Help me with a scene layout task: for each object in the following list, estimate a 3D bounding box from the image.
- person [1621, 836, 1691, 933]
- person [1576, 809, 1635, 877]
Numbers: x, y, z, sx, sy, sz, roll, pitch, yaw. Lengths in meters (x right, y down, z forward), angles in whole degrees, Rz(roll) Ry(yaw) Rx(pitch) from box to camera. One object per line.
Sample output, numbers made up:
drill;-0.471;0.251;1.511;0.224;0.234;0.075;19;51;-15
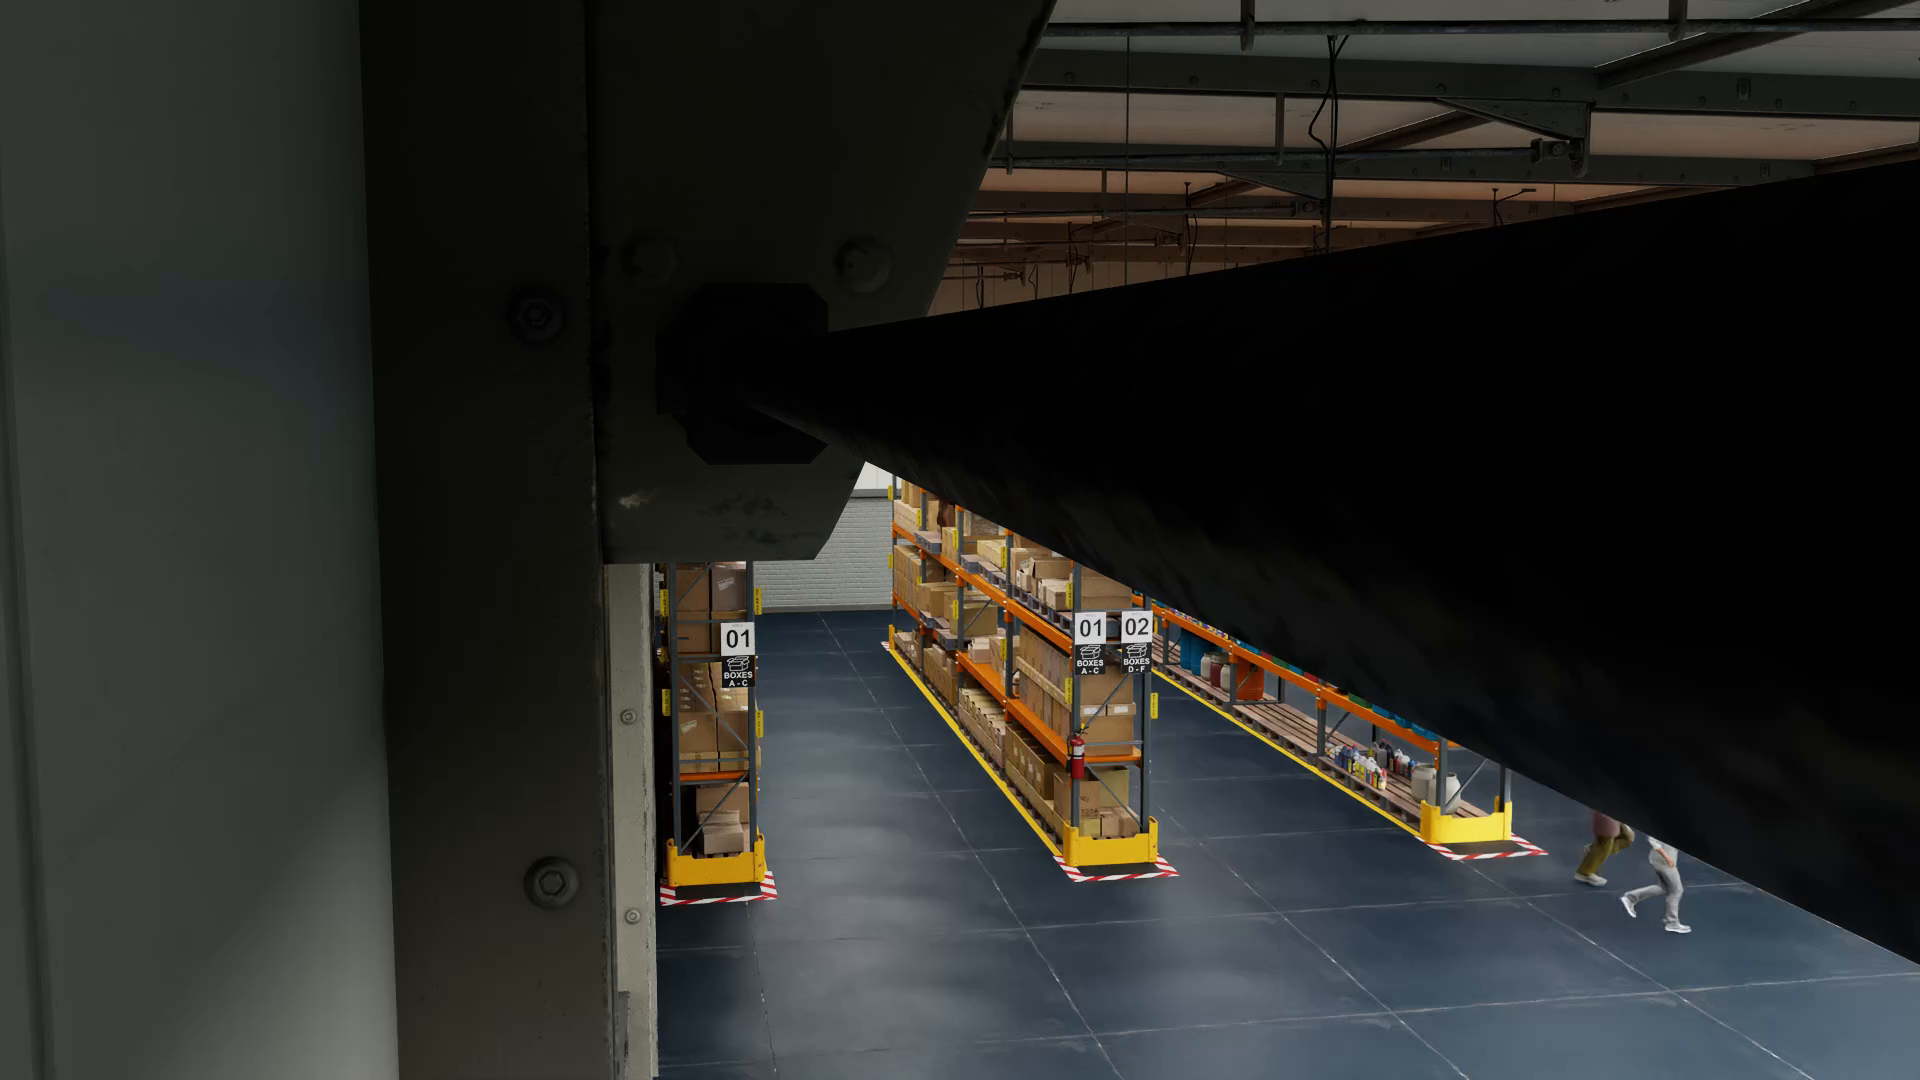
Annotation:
person;7.733;3.559;18.403;0.736;1.568;0.538;2;6;16
person;7.877;3.282;20.088;0.743;1.624;0.743;3;7;26
